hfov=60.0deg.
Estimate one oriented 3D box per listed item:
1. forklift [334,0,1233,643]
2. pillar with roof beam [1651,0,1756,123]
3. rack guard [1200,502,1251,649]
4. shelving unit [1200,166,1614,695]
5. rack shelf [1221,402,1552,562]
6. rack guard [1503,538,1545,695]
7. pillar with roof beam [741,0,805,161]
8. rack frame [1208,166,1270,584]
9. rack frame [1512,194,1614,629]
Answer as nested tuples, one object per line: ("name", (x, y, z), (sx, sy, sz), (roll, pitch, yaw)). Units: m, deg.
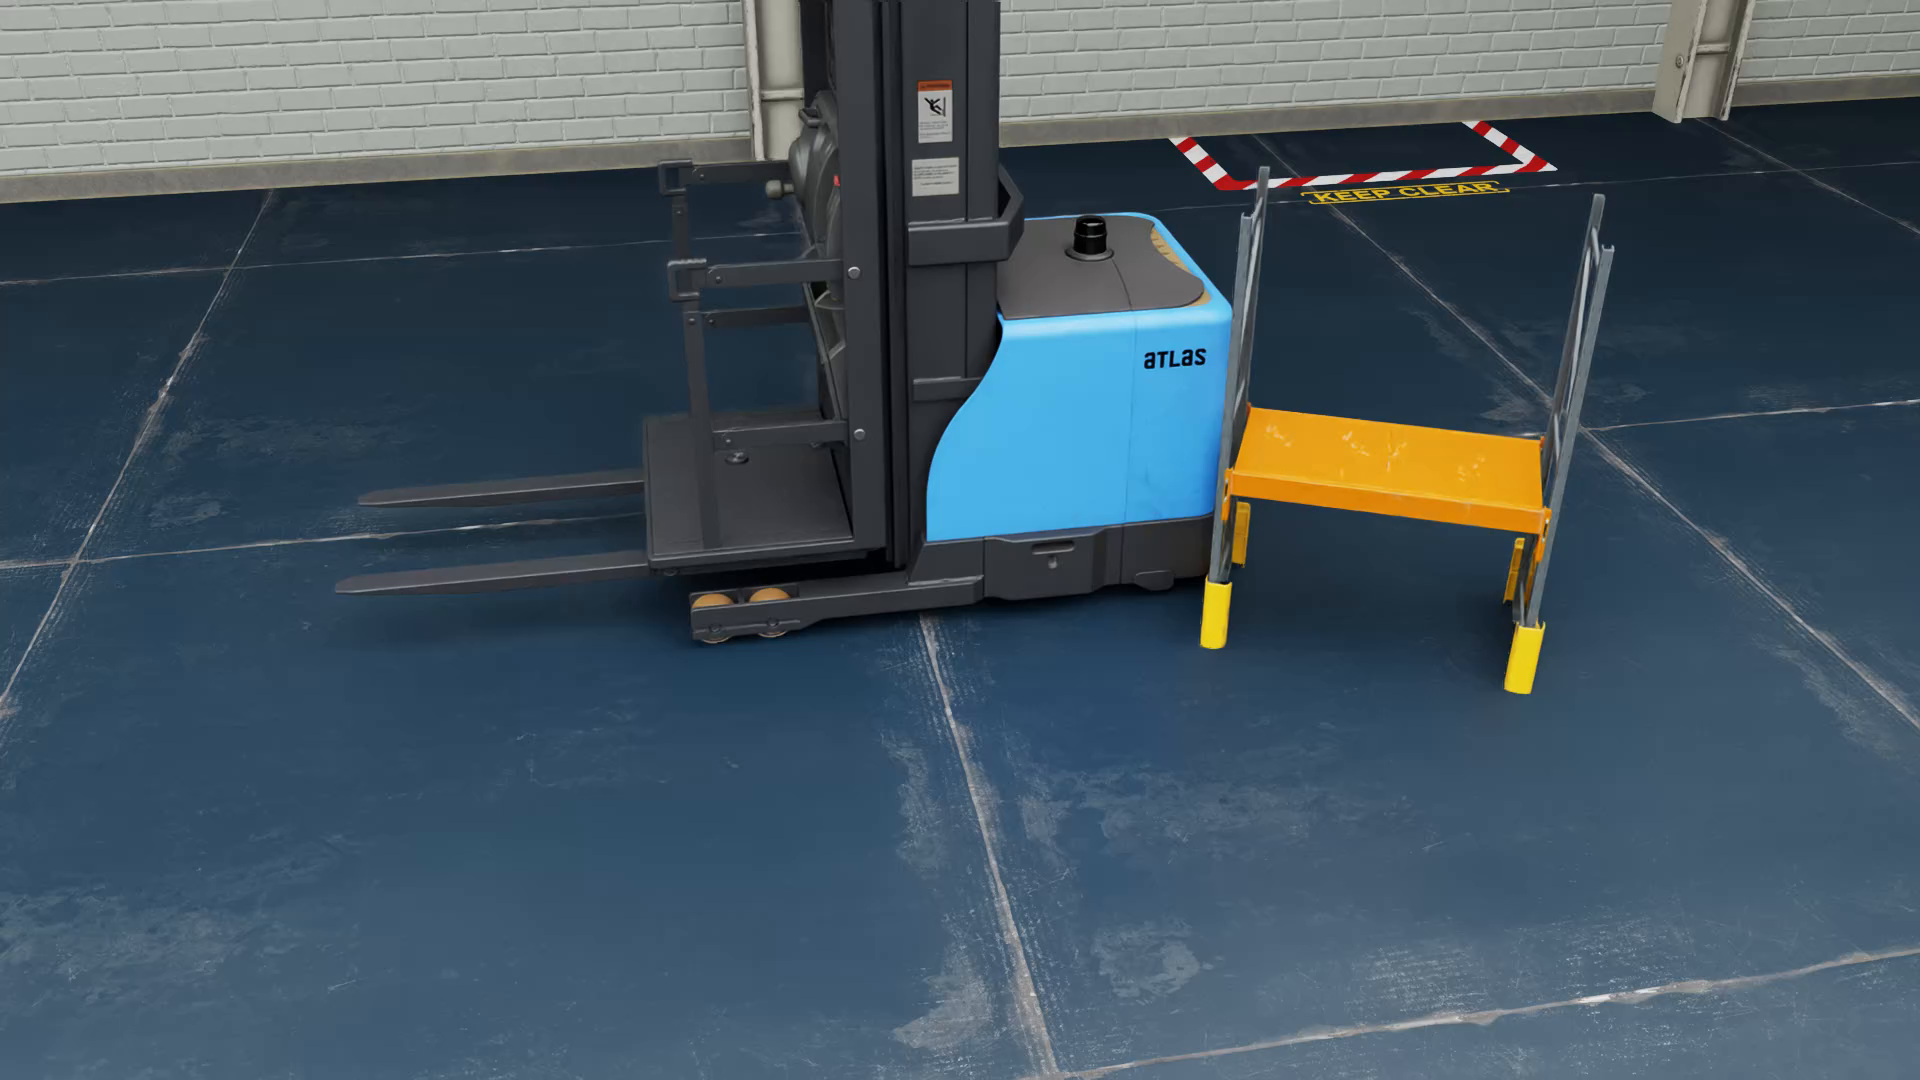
("forklift", (-0.649, -1.203, 5.405), (3.031, 2.935, 1.130), (-5, 31, -9))
("pillar with roof beam", (5.620, -4.561, 5.128), (0.400, 9.000, 9.100), (-5, 31, -9))
("rack guard", (0.930, 0.114, 5.810), (0.087, 0.250, 0.587), (8, 31, 13))
("shelving unit", (1.410, -0.358, 5.379), (1.083, 1.500, 0.587), (8, 31, 13))
("rack shelf", (1.401, -0.204, 5.472), (1.000, 0.185, 0.538), (8, 31, 13))
("rack guard", (1.890, 0.248, 5.582), (0.087, 0.250, 0.587), (8, 31, 13))
("pillar with roof beam", (-0.282, -4.013, 4.197), (0.400, 9.000, 9.100), (-5, 31, -9))
("rack frame", (0.911, -0.428, 5.498), (0.032, 1.500, 0.500), (8, 31, 13))
("rack frame", (1.891, -0.291, 5.265), (0.032, 1.500, 0.500), (8, 31, 13))
